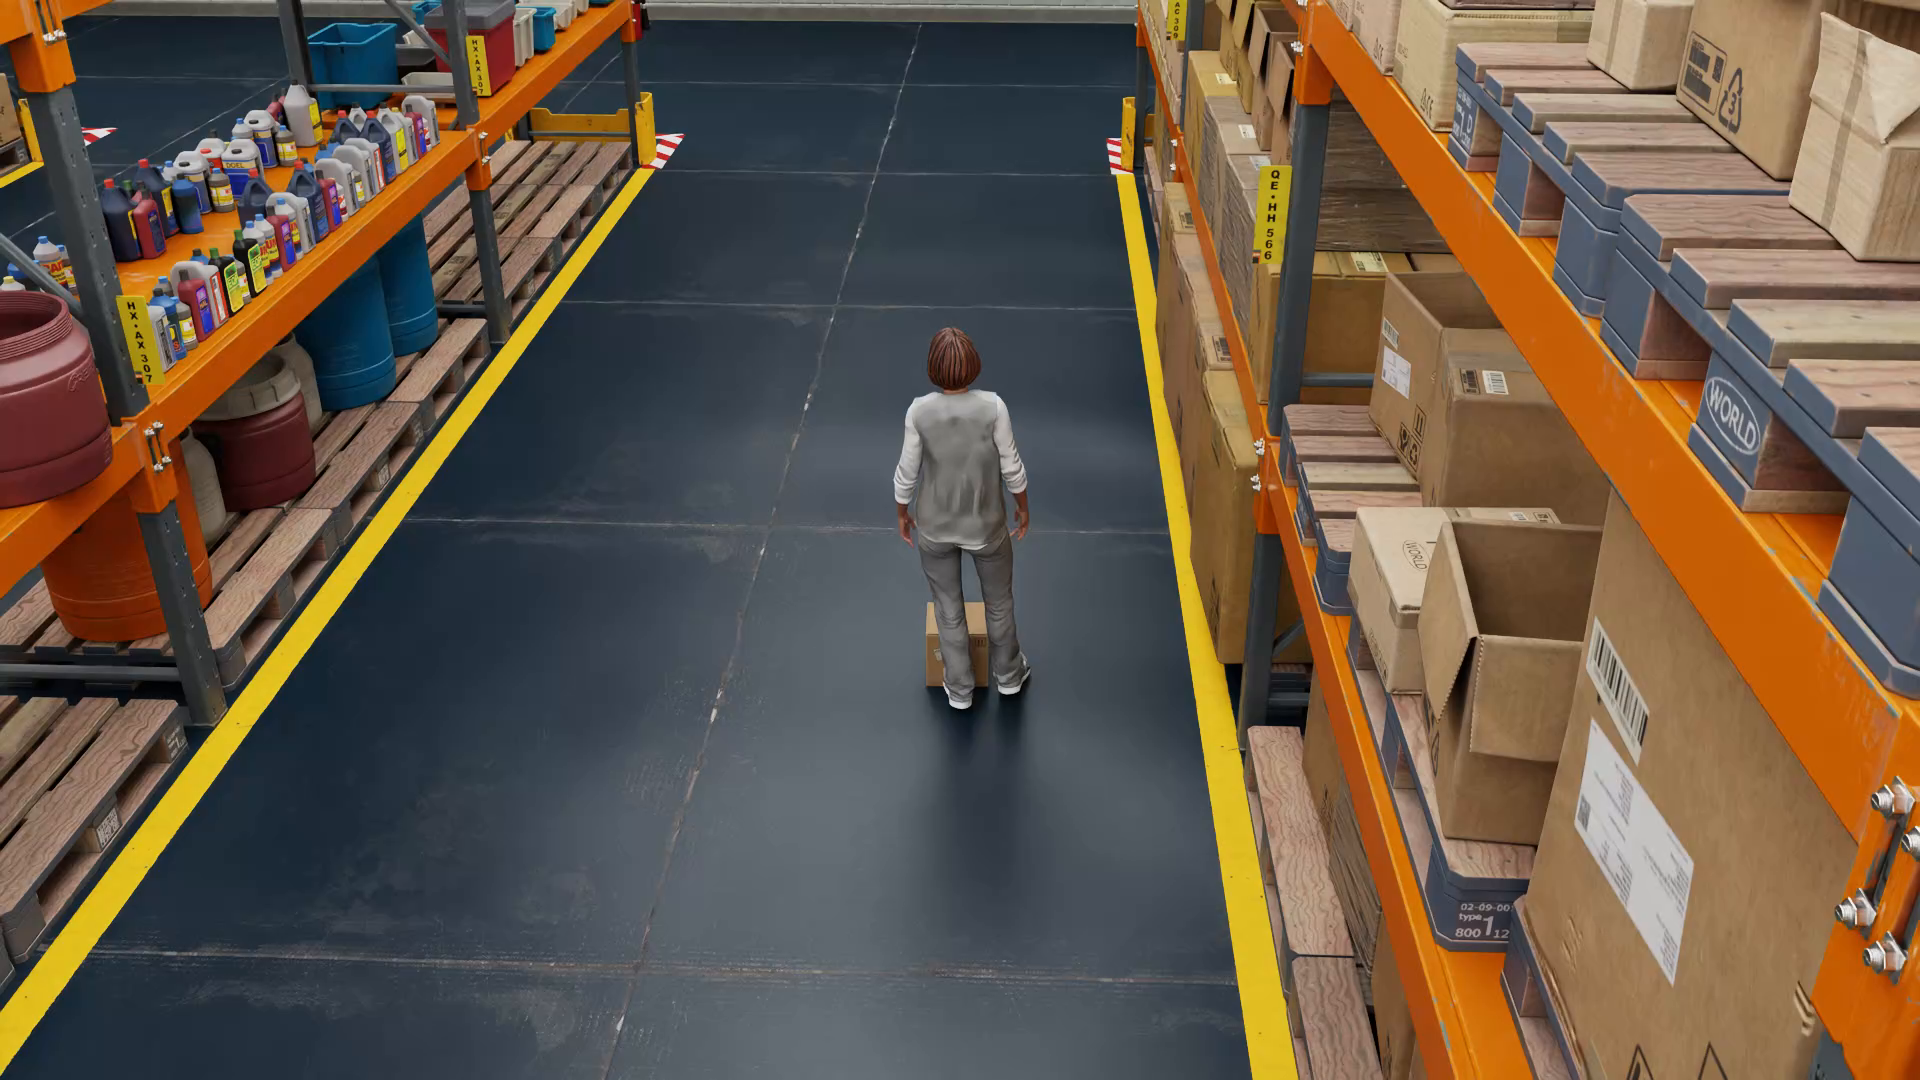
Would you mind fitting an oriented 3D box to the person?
[{"bbox_3d":[0.020,-0.087,6.274,0.520,1.599,0.472,1,28,2],"label":"person"}]
